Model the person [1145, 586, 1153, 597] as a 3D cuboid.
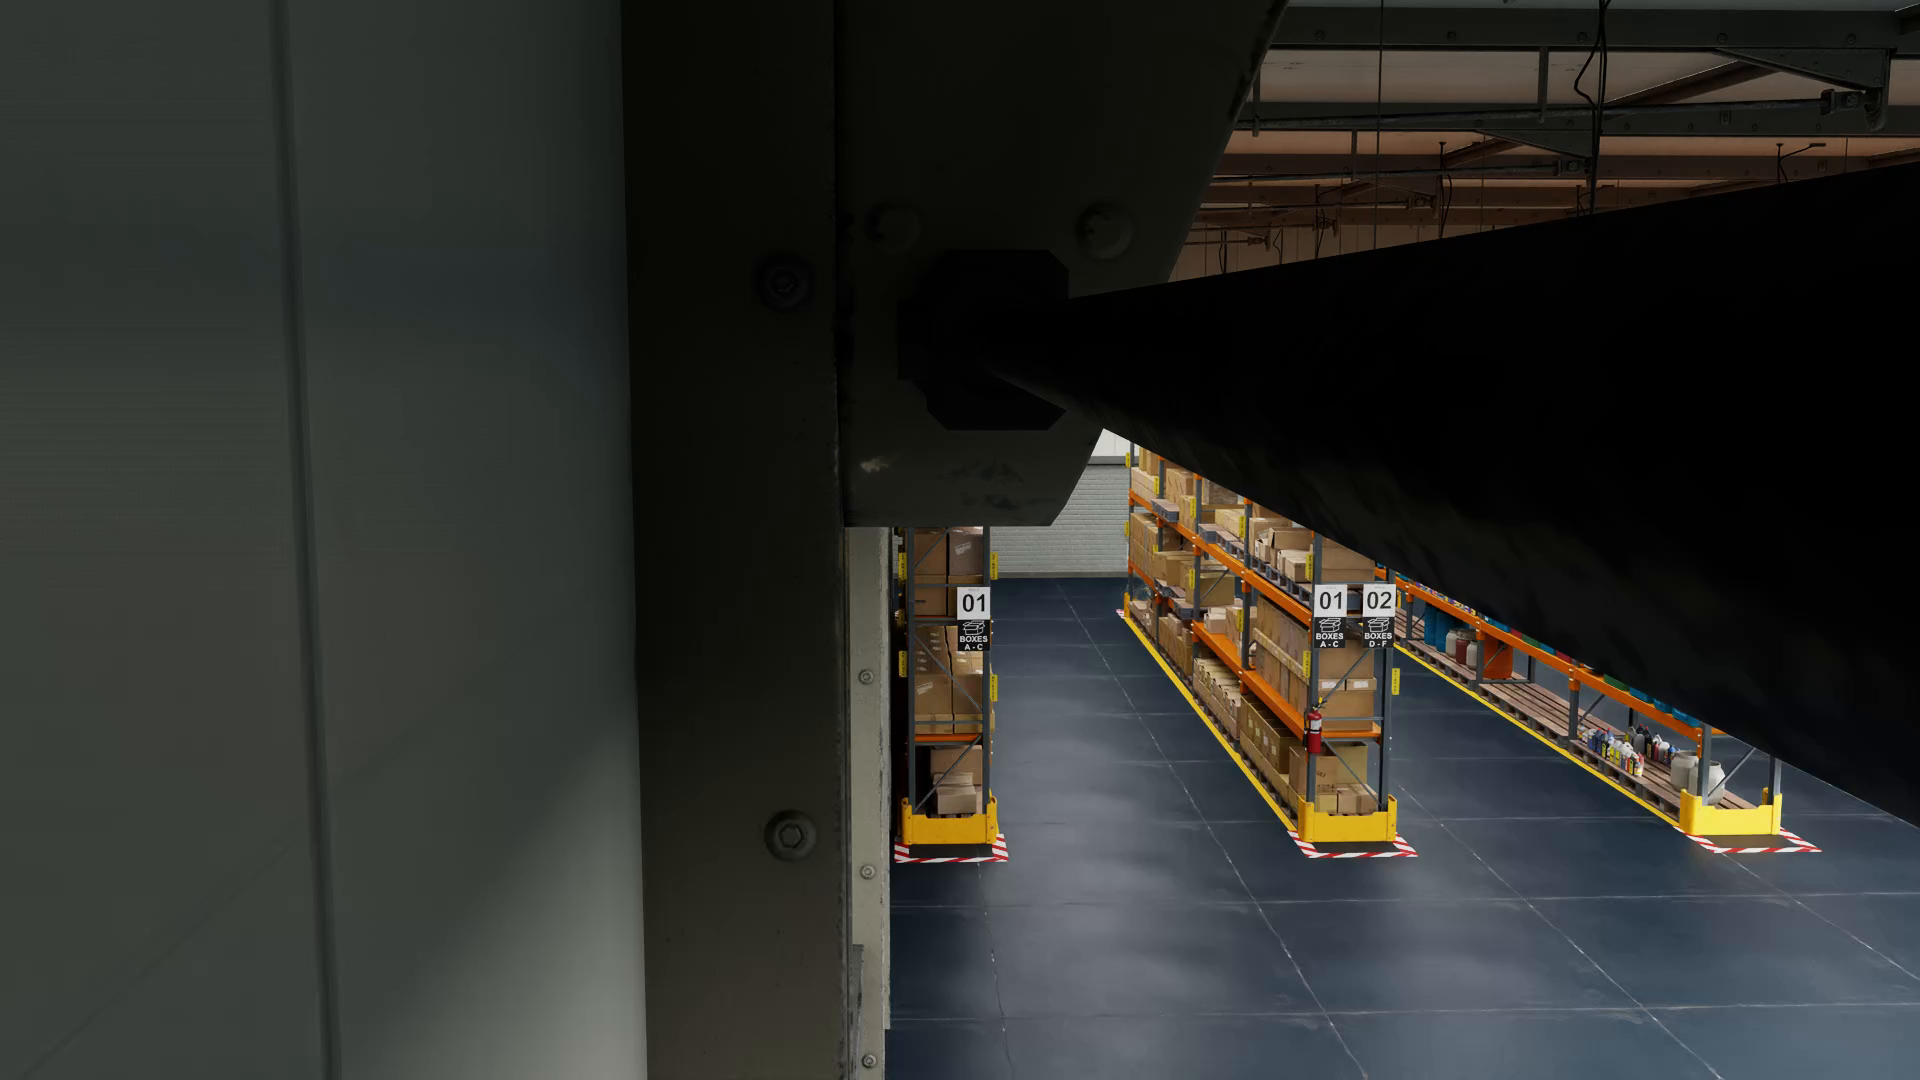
[{"bbox_3d":[4.678,0.715,37.578,0.987,1.695,0.591,4,8,26],"label":"person"}]
